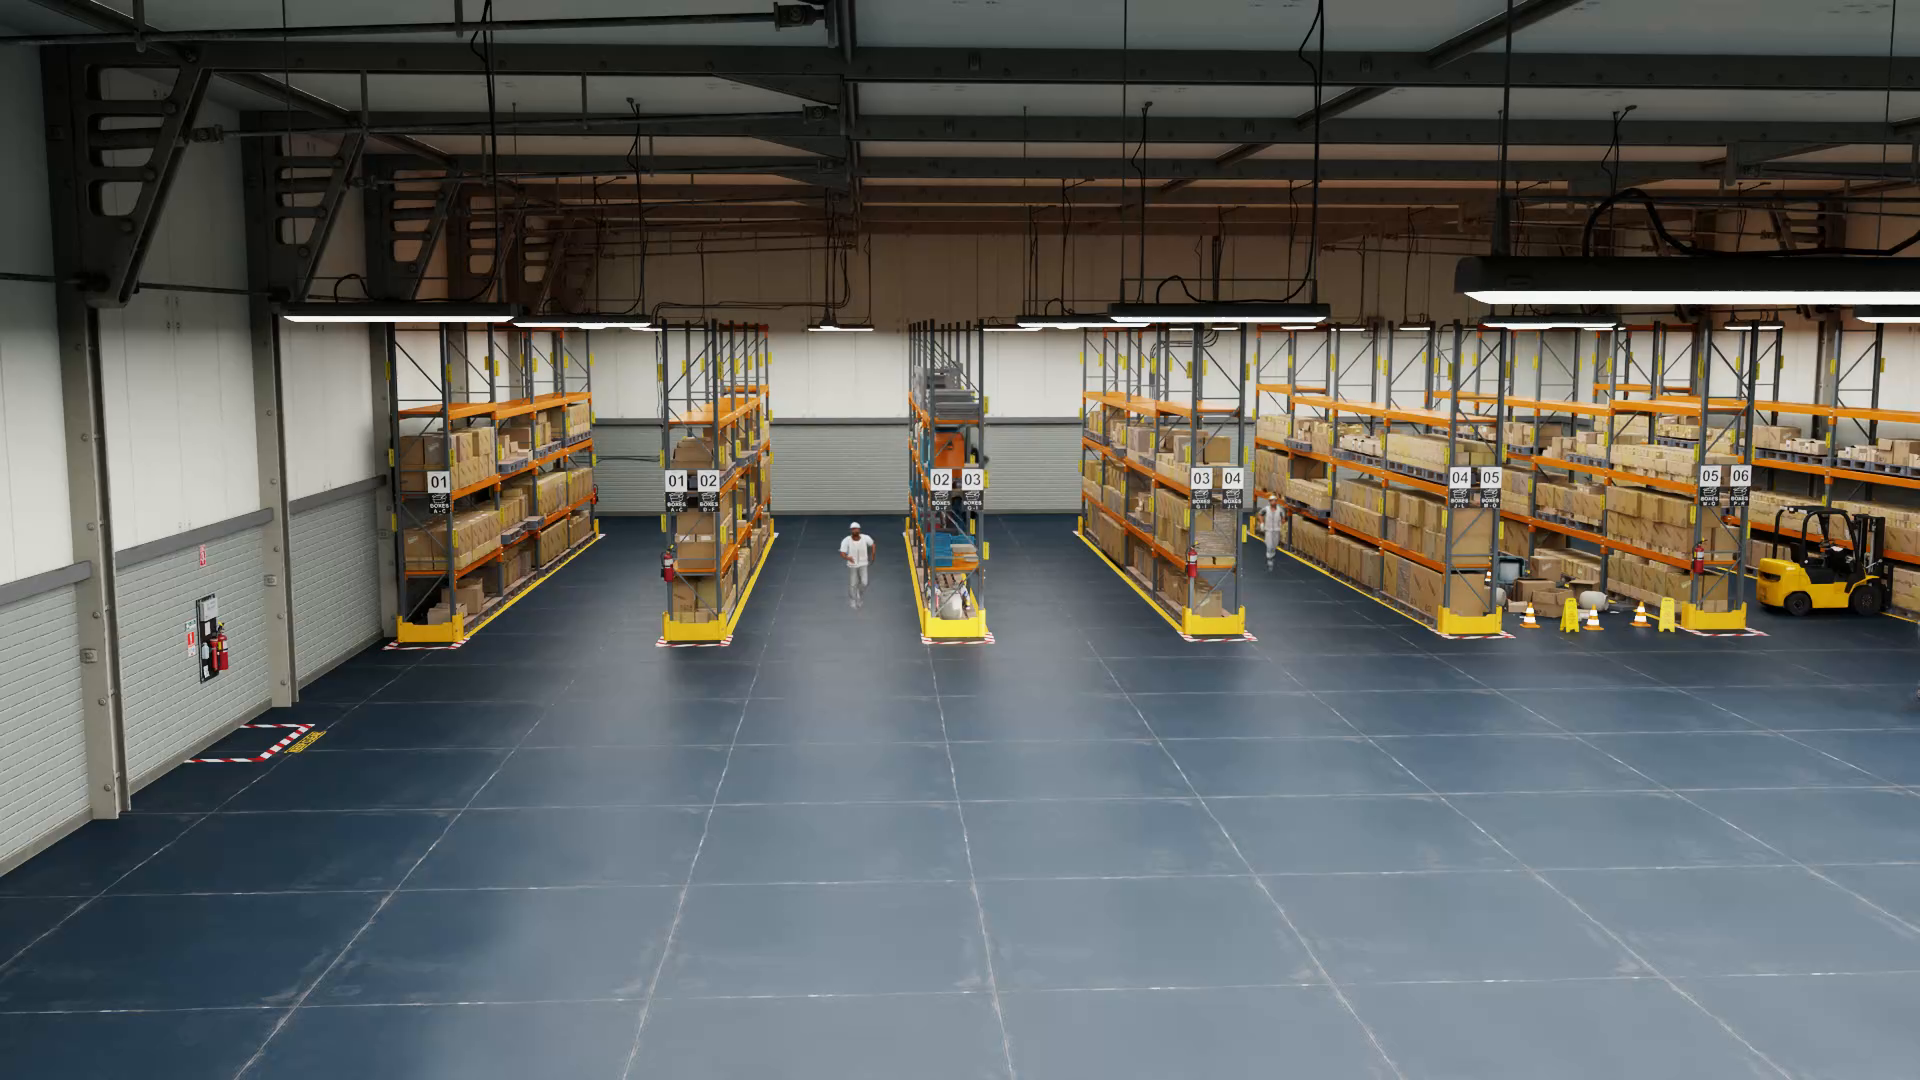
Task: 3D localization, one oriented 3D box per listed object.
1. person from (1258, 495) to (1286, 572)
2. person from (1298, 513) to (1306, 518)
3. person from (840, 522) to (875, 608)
[{"bbox_3d":[7.624,-0.186,40.562,0.640,1.820,0.846,0,7,0],"label":"person"},{"bbox_3d":[10.044,-1.067,48.549,0.610,1.595,0.556,-5,9,-37],"label":"person"},{"bbox_3d":[-2.013,0.511,32.901,0.726,1.738,0.749,-1,7,-10],"label":"person"}]
